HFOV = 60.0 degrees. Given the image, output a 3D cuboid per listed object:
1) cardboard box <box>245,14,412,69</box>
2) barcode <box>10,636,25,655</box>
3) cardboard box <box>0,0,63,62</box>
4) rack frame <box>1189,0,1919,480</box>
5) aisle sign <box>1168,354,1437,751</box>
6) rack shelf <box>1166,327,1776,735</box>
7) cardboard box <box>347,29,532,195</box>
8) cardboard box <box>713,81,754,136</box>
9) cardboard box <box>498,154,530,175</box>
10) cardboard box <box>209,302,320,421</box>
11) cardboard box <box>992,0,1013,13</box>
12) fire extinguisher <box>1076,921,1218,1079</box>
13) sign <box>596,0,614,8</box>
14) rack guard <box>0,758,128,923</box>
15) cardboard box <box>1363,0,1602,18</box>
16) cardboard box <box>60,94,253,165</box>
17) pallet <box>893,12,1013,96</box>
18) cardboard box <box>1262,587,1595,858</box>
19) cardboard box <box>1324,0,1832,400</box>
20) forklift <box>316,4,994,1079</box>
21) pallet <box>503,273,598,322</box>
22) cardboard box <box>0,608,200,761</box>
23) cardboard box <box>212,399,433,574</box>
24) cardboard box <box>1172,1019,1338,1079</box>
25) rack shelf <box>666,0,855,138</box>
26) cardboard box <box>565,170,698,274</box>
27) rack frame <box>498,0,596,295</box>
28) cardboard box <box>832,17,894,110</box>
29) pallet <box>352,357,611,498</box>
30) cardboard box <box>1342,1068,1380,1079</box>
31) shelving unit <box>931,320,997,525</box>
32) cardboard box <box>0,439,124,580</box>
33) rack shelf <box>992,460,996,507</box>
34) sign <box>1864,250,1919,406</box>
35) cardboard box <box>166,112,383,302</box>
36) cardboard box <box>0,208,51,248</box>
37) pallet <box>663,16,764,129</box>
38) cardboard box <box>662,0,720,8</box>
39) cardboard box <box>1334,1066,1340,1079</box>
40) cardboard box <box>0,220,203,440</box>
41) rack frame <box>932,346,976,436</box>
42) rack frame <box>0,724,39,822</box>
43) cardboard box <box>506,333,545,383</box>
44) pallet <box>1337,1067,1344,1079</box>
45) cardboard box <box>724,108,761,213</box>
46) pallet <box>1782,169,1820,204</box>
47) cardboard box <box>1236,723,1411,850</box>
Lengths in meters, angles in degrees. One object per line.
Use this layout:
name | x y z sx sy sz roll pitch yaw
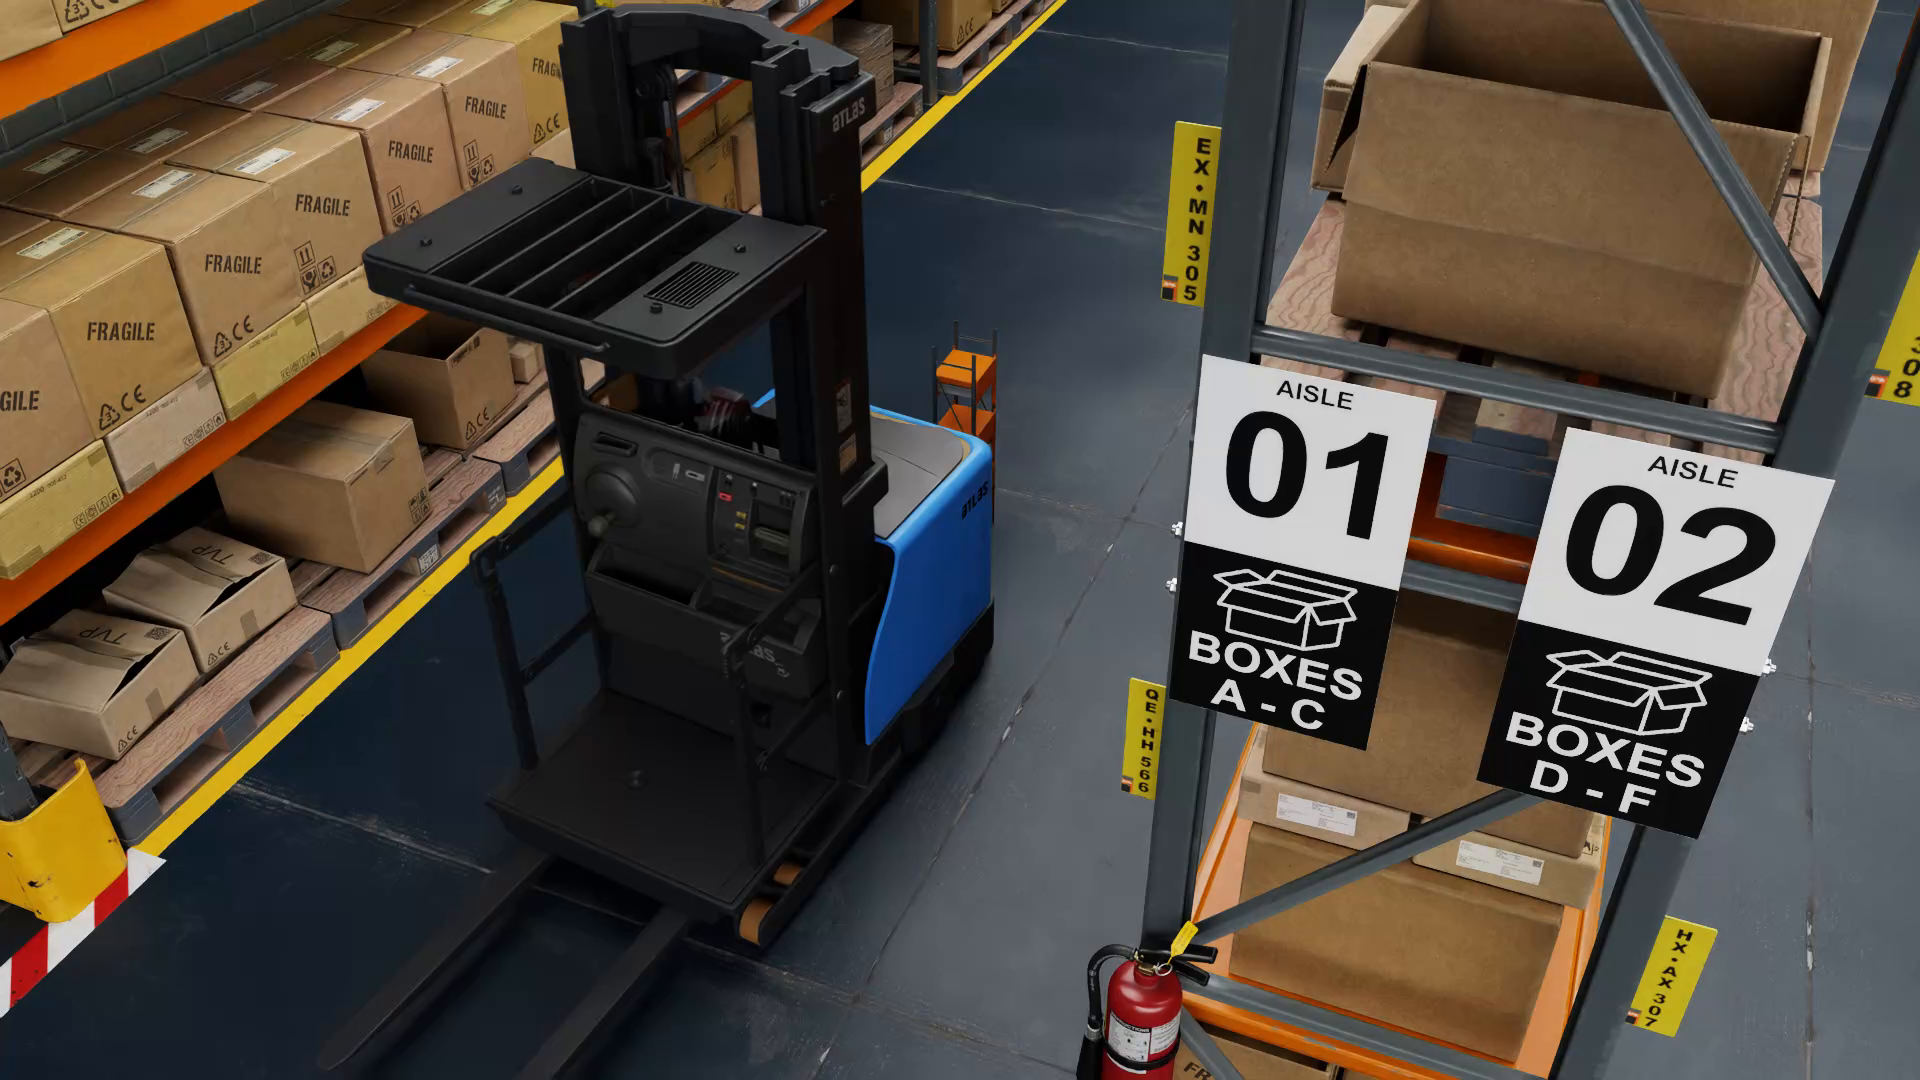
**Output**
cardboard box | -2.739 -1.975 7.370 0.500 0.500 0.500 14 39 17
barcode | -3.705 0.423 6.550 0.001 0.075 0.075 14 39 18
cardboard box | -3.093 -1.678 4.883 0.500 0.500 0.500 16 40 21
rack frame | 0.894 -1.287 1.956 1.000 3.000 0.127 14 39 18
aisle sign | 0.597 0.044 3.014 0.394 0.787 0.004 14 39 18
rack shelf | 1.655 -0.905 4.551 1.077 0.370 4.000 14 39 18
cardboard box | -2.245 -1.864 7.220 0.500 0.500 0.500 14 39 17
cardboard box | -1.543 -2.645 9.878 0.500 0.250 0.500 13 39 16
cardboard box | -2.264 -1.568 7.451 0.500 0.250 0.500 14 39 18
cardboard box | -2.826 -0.728 6.327 0.500 0.250 0.500 13 39 17
cardboard box | 0.096 -4.608 12.854 0.750 0.750 0.750 14 39 18
fire extinguisher | 0.419 1.106 3.829 0.296 0.674 0.183 14 39 18
sign | -1.662 -2.453 7.803 0.100 0.325 0.005 14 39 18
rack guard | -3.660 0.949 6.063 1.175 0.500 0.348 14 39 18
cardboard box | 1.300 -1.280 4.058 0.500 0.311 0.500 19 41 23
cardboard box | -3.121 -1.411 6.614 0.500 0.500 0.500 14 39 18
pallet | -0.275 -3.742 12.580 1.003 0.211 1.213 14 39 18
cardboard box | 1.103 0.271 3.715 0.700 0.500 0.500 14 39 18
cardboard box | 1.116 -0.669 3.080 0.797 0.503 0.637 17 40 21
forklift | -1.002 -0.064 5.388 1.130 2.935 3.031 18 40 22
pallet | -1.872 -1.540 9.634 1.003 0.211 1.213 14 39 18
cardboard box | -3.342 0.528 6.417 0.500 0.311 0.500 10 38 13
cardboard box | -2.800 -0.259 7.311 0.700 0.500 0.500 11 38 15
cardboard box | 0.823 1.384 4.713 0.500 0.500 0.500 14 39 18
rack shelf | -1.406 -3.044 9.918 1.077 0.370 4.000 14 39 18
cardboard box | -1.902 -1.812 9.389 0.700 0.500 0.500 15 39 19
rack frame | -2.167 -2.225 8.222 1.000 3.000 0.127 14 39 18
cardboard box | -0.870 -3.204 11.252 0.700 0.500 0.500 14 39 18
pallet | -2.390 -0.728 8.548 1.003 0.211 1.213 14 39 18
cardboard box | 1.304 1.803 4.779 0.500 0.250 0.500 14 39 18
shelving unit | 0.020 -0.450 7.475 0.215 1.050 0.252 14 39 18
cardboard box | -3.209 -0.156 5.562 0.500 0.250 0.500 13 39 16
rack shelf | 0.020 -0.219 7.648 0.215 0.259 0.240 14 39 18
sign | 1.405 -0.338 2.395 0.100 0.325 0.005 14 39 18
cardboard box | -2.644 -1.299 6.465 0.500 0.500 0.500 15 39 19
cardboard box | -3.505 -0.845 5.857 0.500 0.500 0.500 14 39 18
pallet | -1.741 -2.538 8.801 1.003 0.211 1.213 14 39 18
cardboard box | -1.722 -3.023 8.838 0.700 0.500 0.500 18 40 22
cardboard box | 0.825 1.685 4.937 0.500 0.250 0.500 14 39 18
cardboard box | -3.032 -0.726 5.698 0.500 0.500 0.500 14 39 18
rack frame | -0.026 -0.383 7.385 0.200 1.050 0.008 14 39 18
rack frame | -3.689 -0.011 5.259 1.000 3.000 0.127 14 39 18
cardboard box | -2.342 -0.964 8.533 0.380 0.166 0.250 9 38 12
pallet | 1.146 1.800 5.166 1.003 0.211 1.213 14 39 18
cardboard box | -1.520 -2.382 10.152 0.700 0.500 0.500 14 39 18
pallet | 1.650 -1.114 4.303 1.003 0.211 1.213 14 39 18
cardboard box | 0.863 0.561 3.869 0.380 0.149 0.250 13 39 17
